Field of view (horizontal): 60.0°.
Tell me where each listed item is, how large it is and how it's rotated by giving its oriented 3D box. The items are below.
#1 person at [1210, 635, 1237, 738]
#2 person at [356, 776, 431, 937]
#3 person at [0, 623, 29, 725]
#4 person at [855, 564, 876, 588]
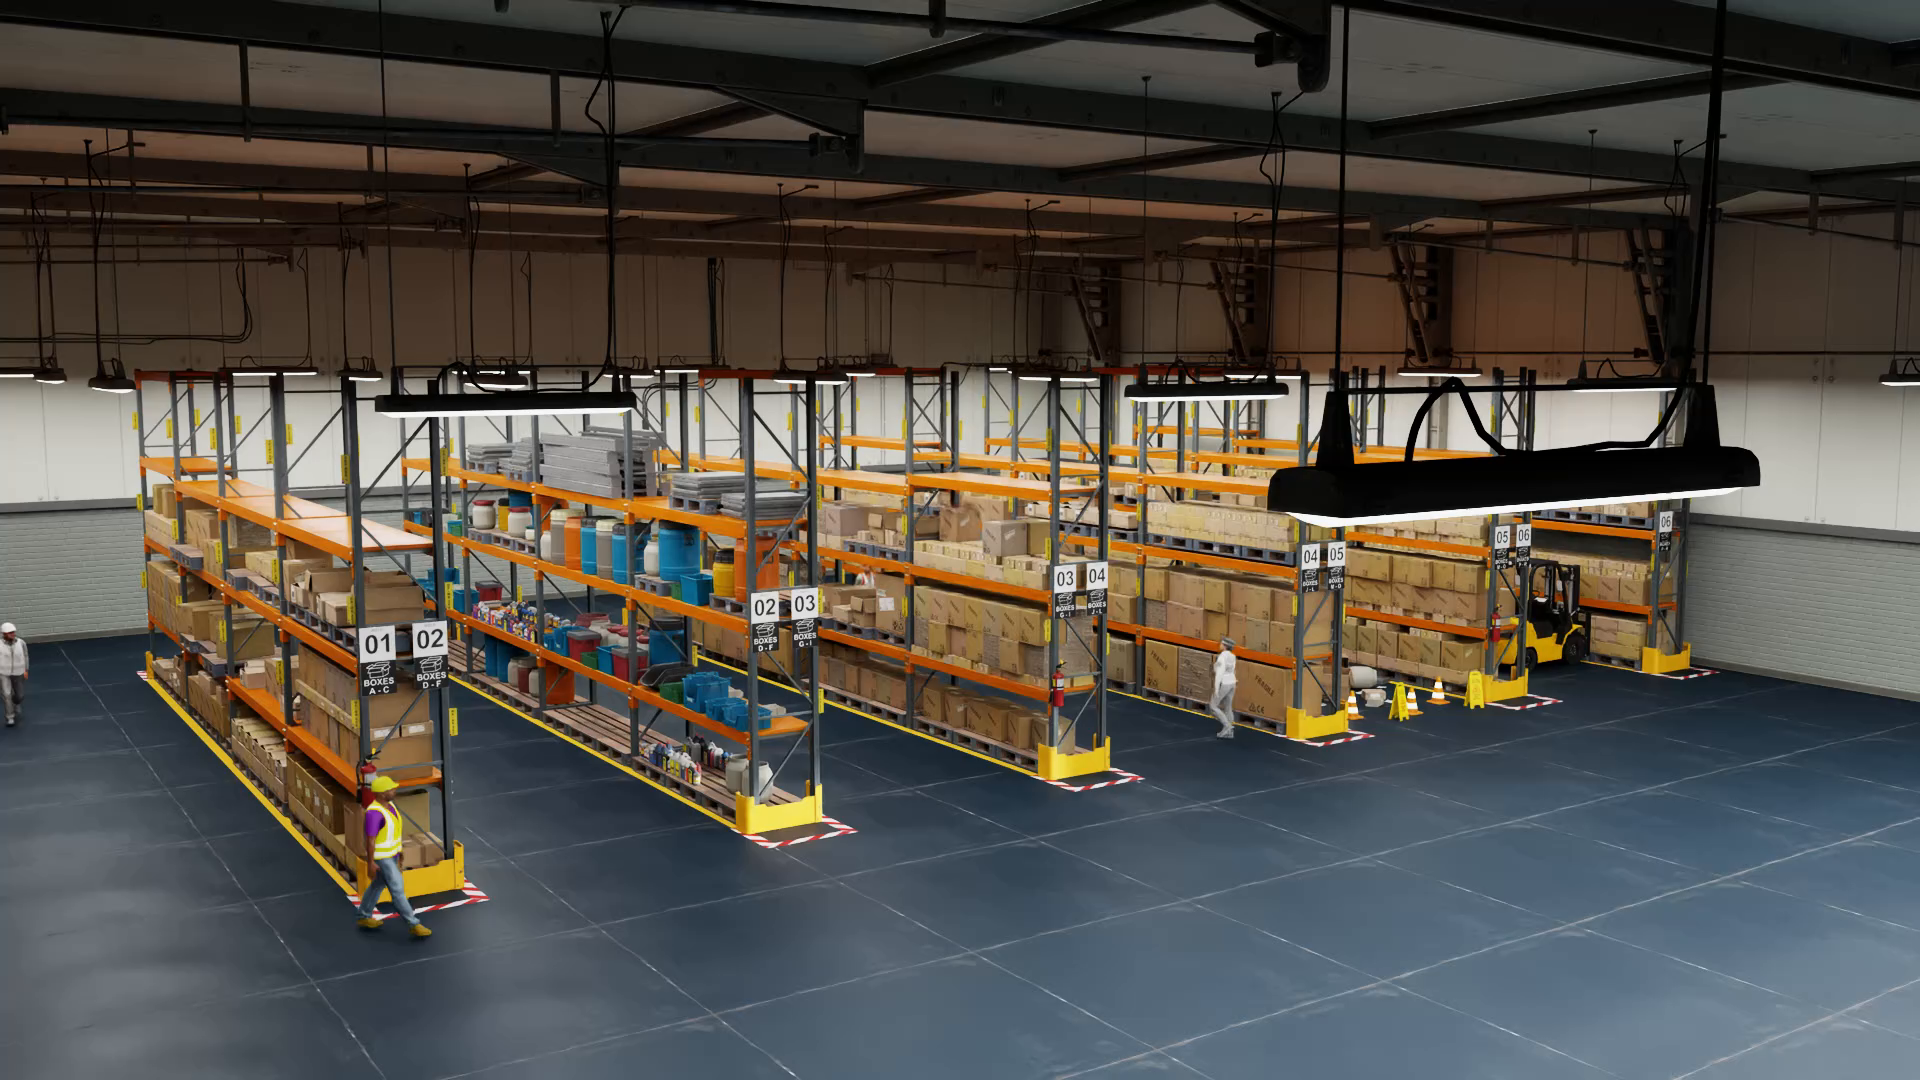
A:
[{"bbox_3d":[4.369,2.416,27.297,0.491,1.672,0.551,6,9,44],"label":"person"},{"bbox_3d":[-6.172,3.411,18.090,1.009,1.704,0.611,1,7,10],"label":"person"},{"bbox_3d":[-16.262,2.254,28.491,0.546,1.733,0.948,-5,8,-37],"label":"person"},{"bbox_3d":[-1.988,1.307,36.623,0.552,1.719,1.054,-4,8,-32],"label":"person"}]
